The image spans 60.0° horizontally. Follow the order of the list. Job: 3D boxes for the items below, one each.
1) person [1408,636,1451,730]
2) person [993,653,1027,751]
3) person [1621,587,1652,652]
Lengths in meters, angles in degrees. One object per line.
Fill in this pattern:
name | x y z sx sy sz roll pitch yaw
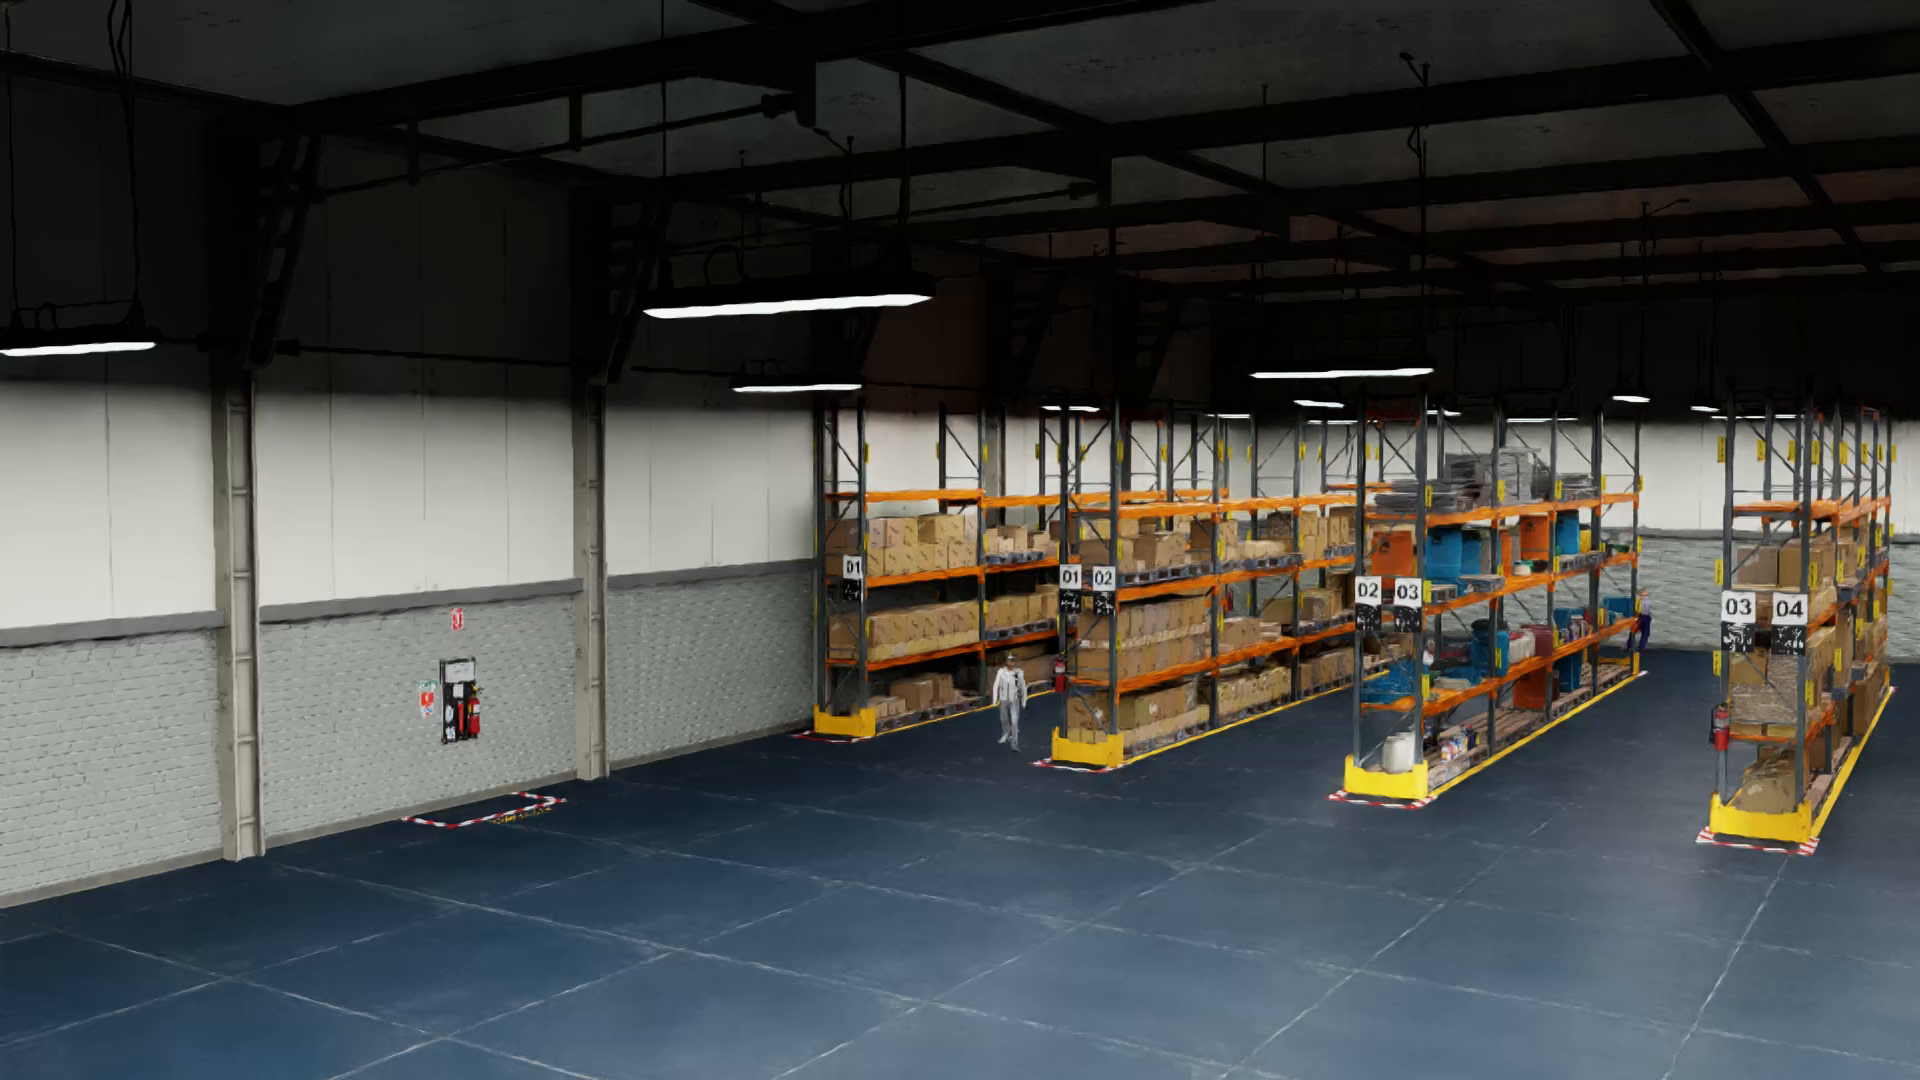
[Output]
person | 8.474 2.566 29.815 0.534 1.705 1.041 3 4 42
person | 0.849 2.694 28.142 0.559 1.638 0.847 1 3 13
person | 17.032 1.999 41.857 0.682 1.633 0.482 -1 3 -16
